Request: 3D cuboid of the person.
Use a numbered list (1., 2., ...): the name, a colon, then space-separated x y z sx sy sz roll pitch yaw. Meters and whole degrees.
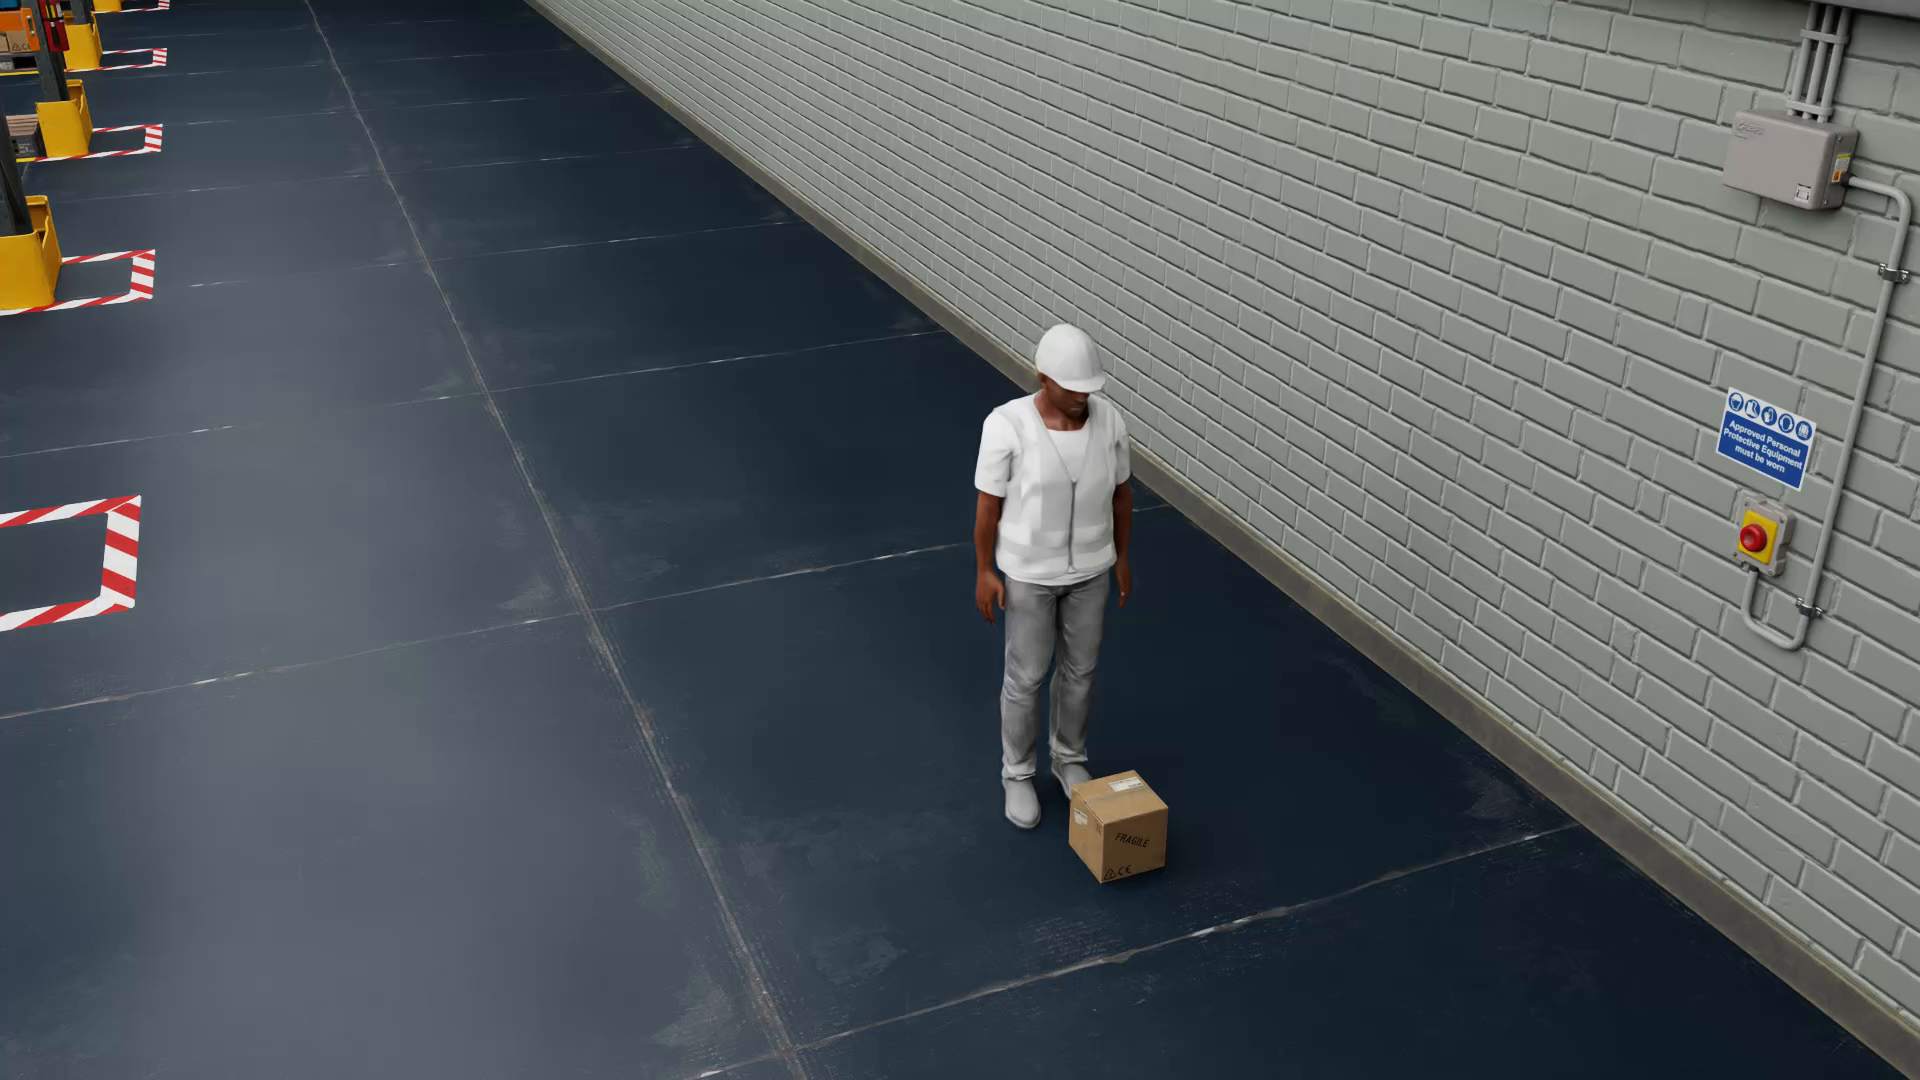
1. person: 0.358 0.119 5.808 0.571 1.789 0.443 -8 27 -16
